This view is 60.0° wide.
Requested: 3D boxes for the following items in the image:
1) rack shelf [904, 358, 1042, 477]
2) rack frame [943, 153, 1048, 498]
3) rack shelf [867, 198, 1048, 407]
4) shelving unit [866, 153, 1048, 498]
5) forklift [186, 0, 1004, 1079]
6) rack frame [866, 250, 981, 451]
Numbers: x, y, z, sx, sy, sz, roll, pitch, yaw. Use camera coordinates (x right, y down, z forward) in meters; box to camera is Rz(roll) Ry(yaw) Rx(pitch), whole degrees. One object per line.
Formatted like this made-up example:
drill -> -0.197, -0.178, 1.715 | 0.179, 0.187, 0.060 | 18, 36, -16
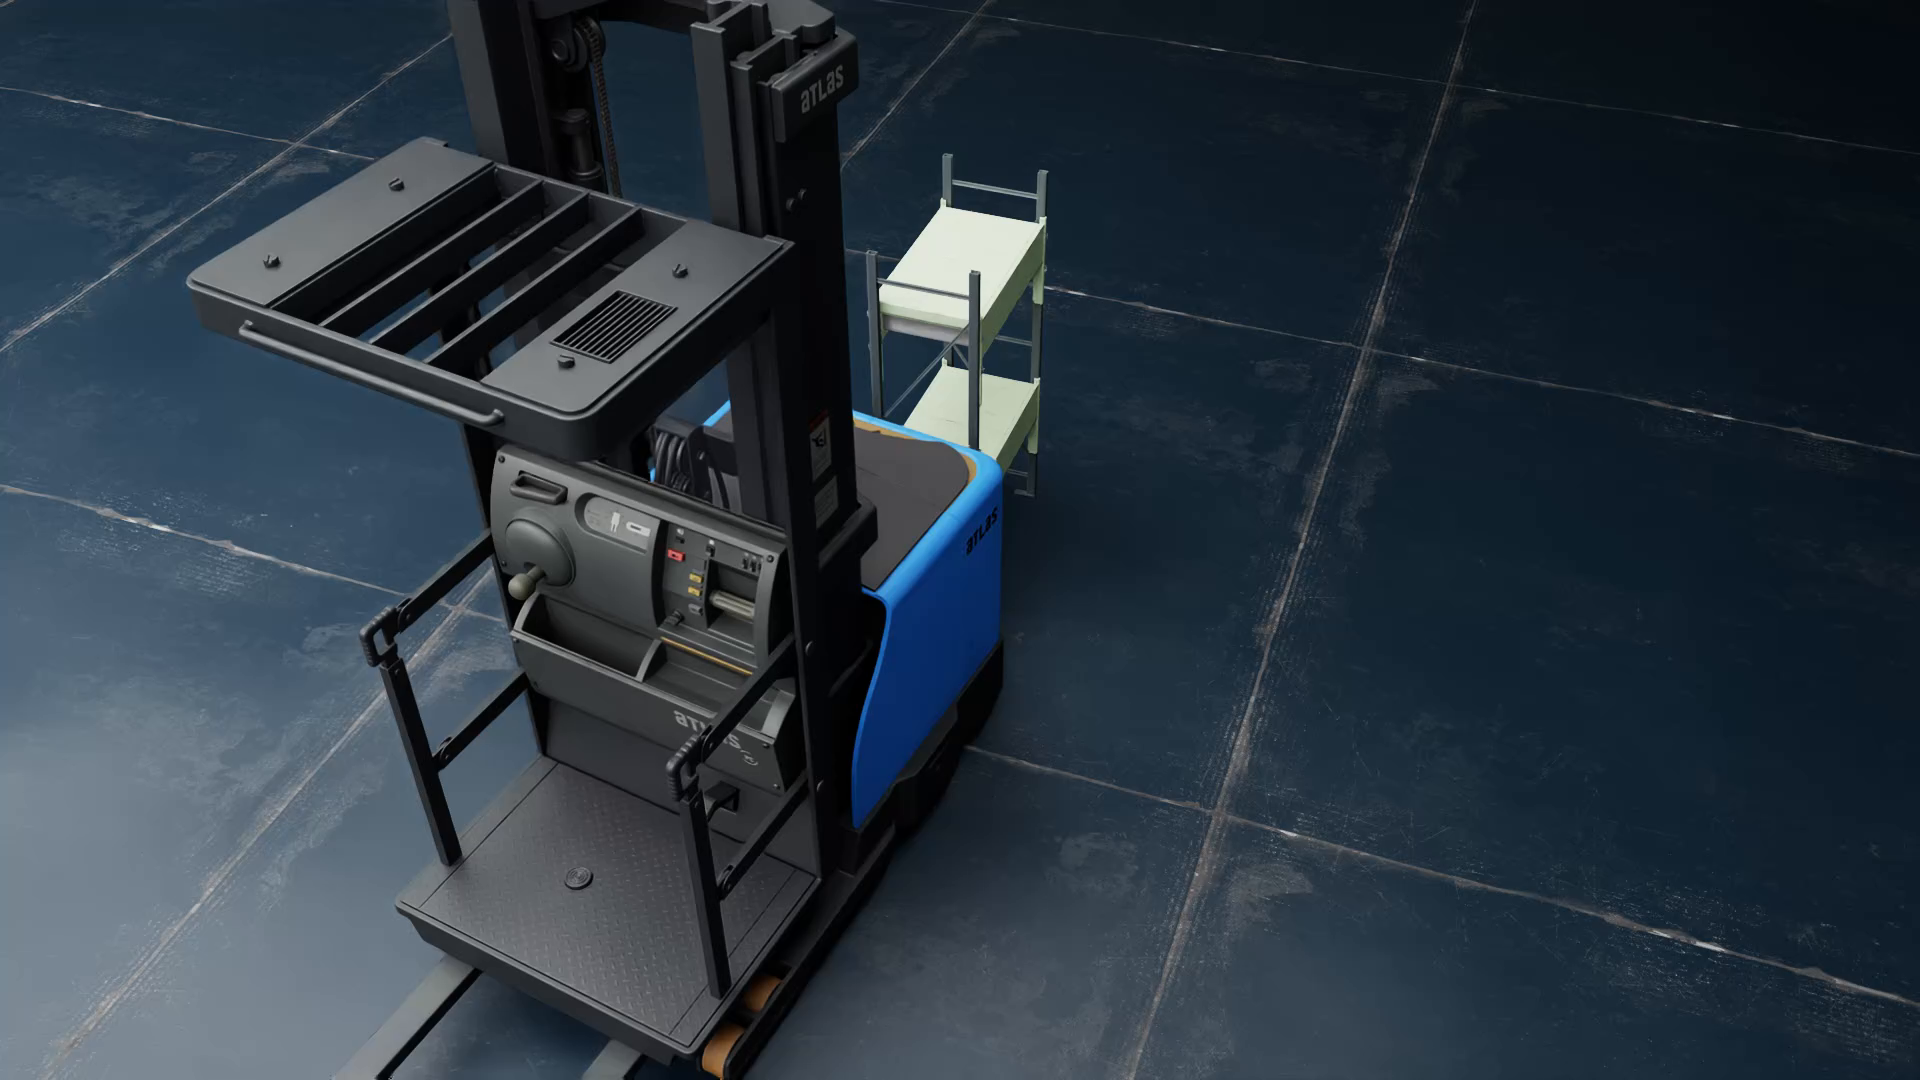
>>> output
rack shelf -> 0.002, -0.327, 6.480 | 0.431, 0.370, 0.720 | 13, 42, 15
rack frame -> 0.127, -0.798, 6.530 | 0.400, 1.500, 0.023 | 13, 42, 15
rack shelf -> 0.002, -0.872, 6.015 | 0.431, 0.370, 0.720 | 13, 42, 15
shelving unit -> 0.002, -0.575, 6.268 | 0.431, 1.500, 0.755 | 13, 42, 15
forklift -> -0.986, 0.129, 4.340 | 1.130, 2.935, 3.031 | 19, 44, 21
rack frame -> -0.123, -0.351, 6.006 | 0.400, 1.500, 0.023 | 13, 42, 15
